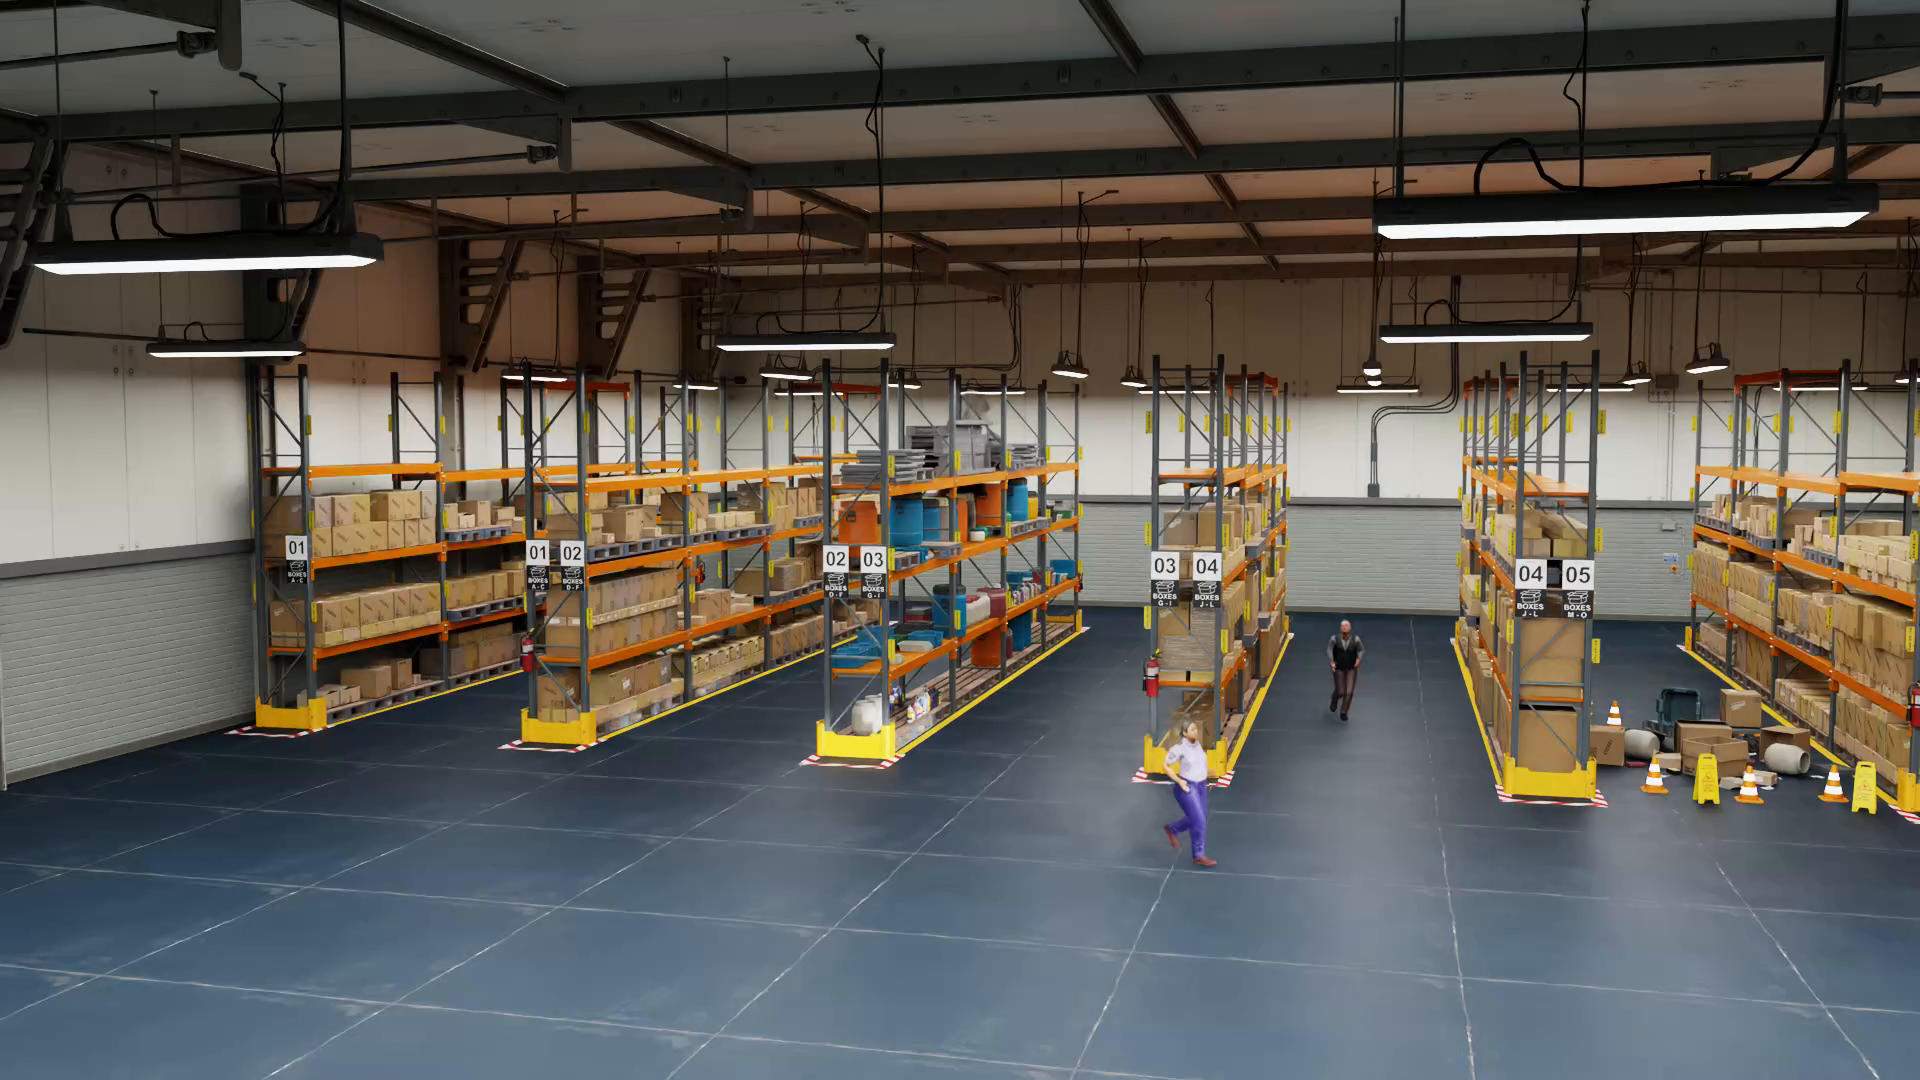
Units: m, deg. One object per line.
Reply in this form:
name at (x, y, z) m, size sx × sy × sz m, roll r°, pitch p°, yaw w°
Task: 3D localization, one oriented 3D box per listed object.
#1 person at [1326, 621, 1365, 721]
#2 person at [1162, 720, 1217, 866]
person at (6.571, 2.214, 28.335) m, size 0.656 × 1.696 × 0.627 m, roll 1°, pitch 4°, yaw 8°
person at (2.622, 2.877, 19.116) m, size 0.813 × 1.612 × 0.620 m, roll 4°, pitch 5°, yaw 43°
